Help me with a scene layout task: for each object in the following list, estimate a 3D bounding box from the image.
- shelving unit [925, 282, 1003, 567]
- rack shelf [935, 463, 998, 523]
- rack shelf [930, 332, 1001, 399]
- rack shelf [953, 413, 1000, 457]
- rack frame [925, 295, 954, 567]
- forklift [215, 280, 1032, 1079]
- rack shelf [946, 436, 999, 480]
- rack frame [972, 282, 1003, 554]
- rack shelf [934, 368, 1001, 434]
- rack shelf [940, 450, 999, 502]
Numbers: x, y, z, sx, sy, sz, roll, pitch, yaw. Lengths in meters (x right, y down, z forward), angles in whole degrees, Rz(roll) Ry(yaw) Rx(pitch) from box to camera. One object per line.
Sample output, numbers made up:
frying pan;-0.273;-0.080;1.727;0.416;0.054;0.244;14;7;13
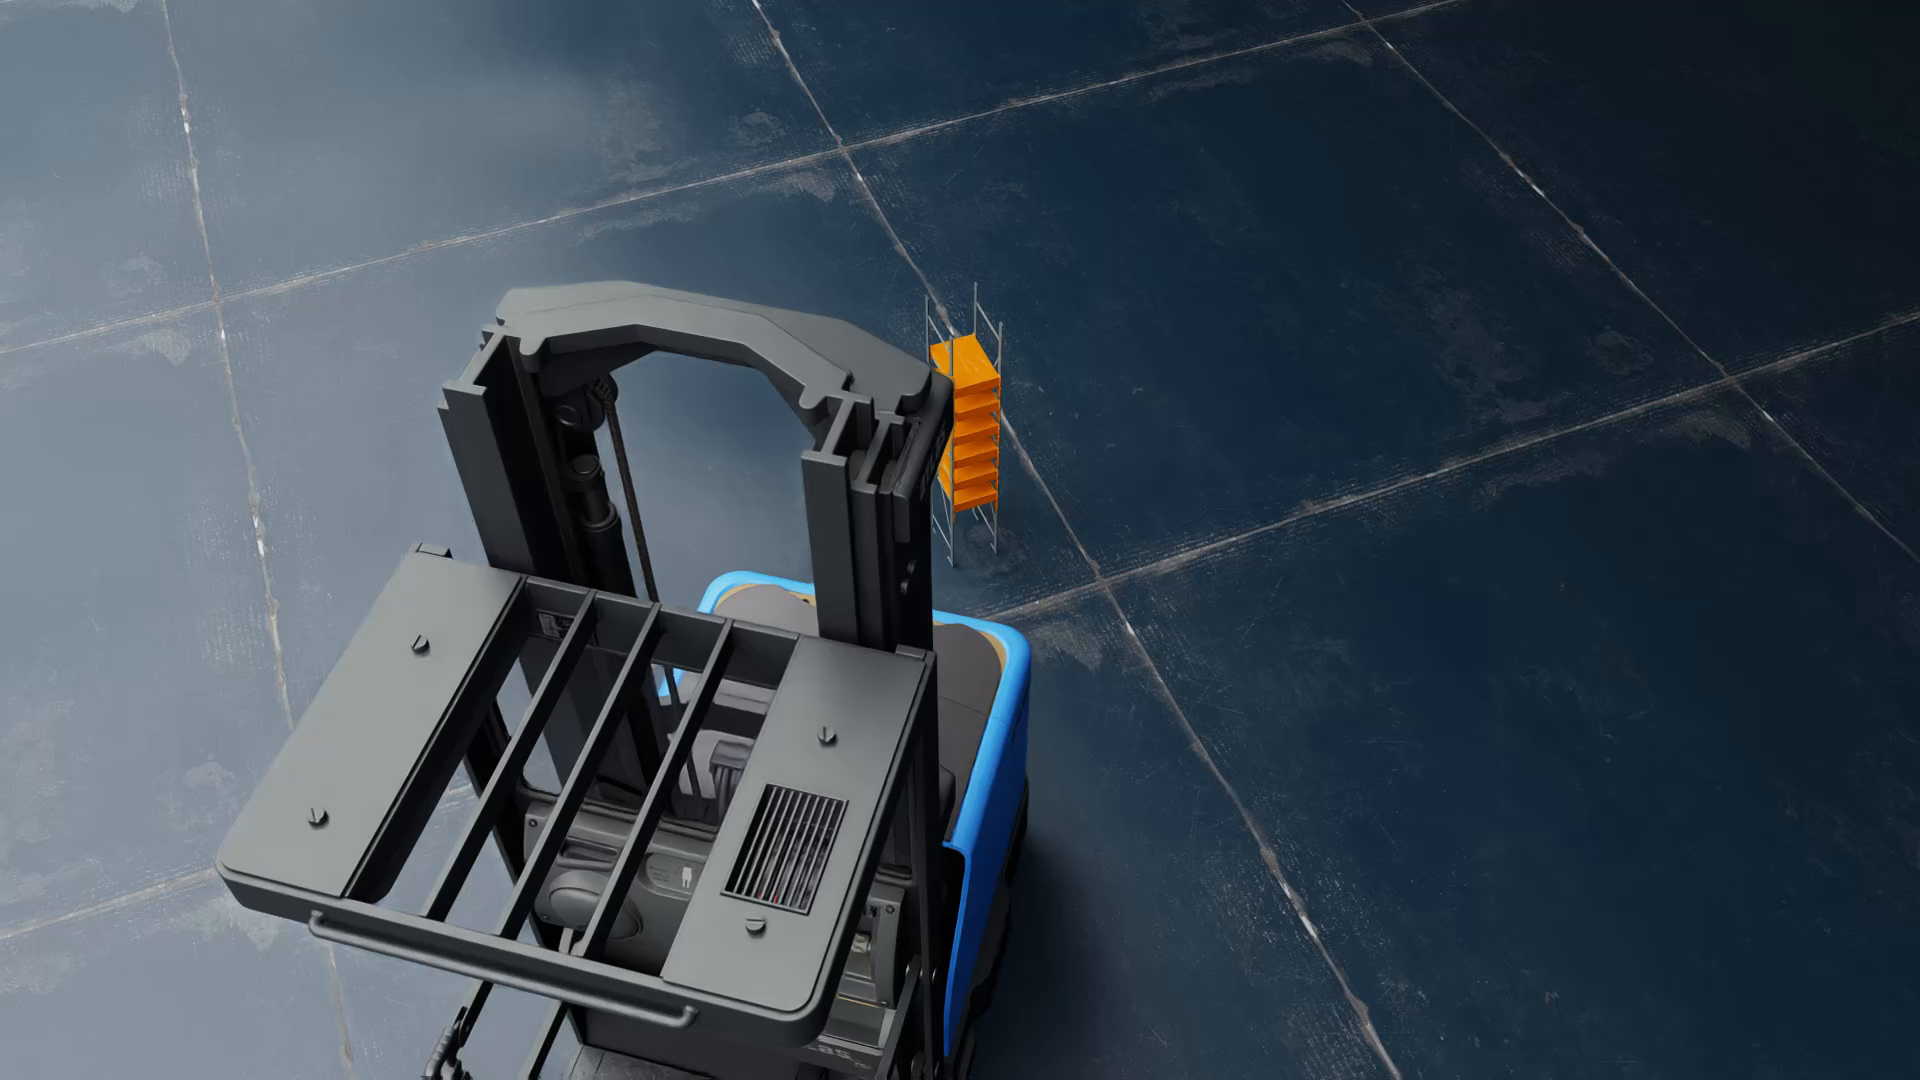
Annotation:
shelving unit;0.013;-0.395;6.139;0.189;1.200;0.258;-17;52;-14
rack shelf;0.013;-0.210;6.355;0.180;0.103;0.258;-17;52;-14
rack shelf;0.013;-0.601;5.900;0.180;0.103;0.258;-17;52;-14
rack shelf;0.013;-0.444;6.082;0.180;0.103;0.258;-17;52;-14
rack frame;-0.071;-0.369;6.117;0.006;1.200;0.240;-17;52;-14
forklift;-0.644;0.999;3.800;1.130;2.935;3.031;11;50;10
rack shelf;0.013;-0.366;6.173;0.180;0.103;0.258;-17;52;-14
rack frame;0.098;-0.421;6.162;0.006;1.200;0.240;-17;52;-14
rack shelf;0.013;-0.522;5.991;0.180;0.103;0.258;-17;52;-14
rack shelf;0.013;-0.288;6.264;0.180;0.103;0.258;-17;52;-14
